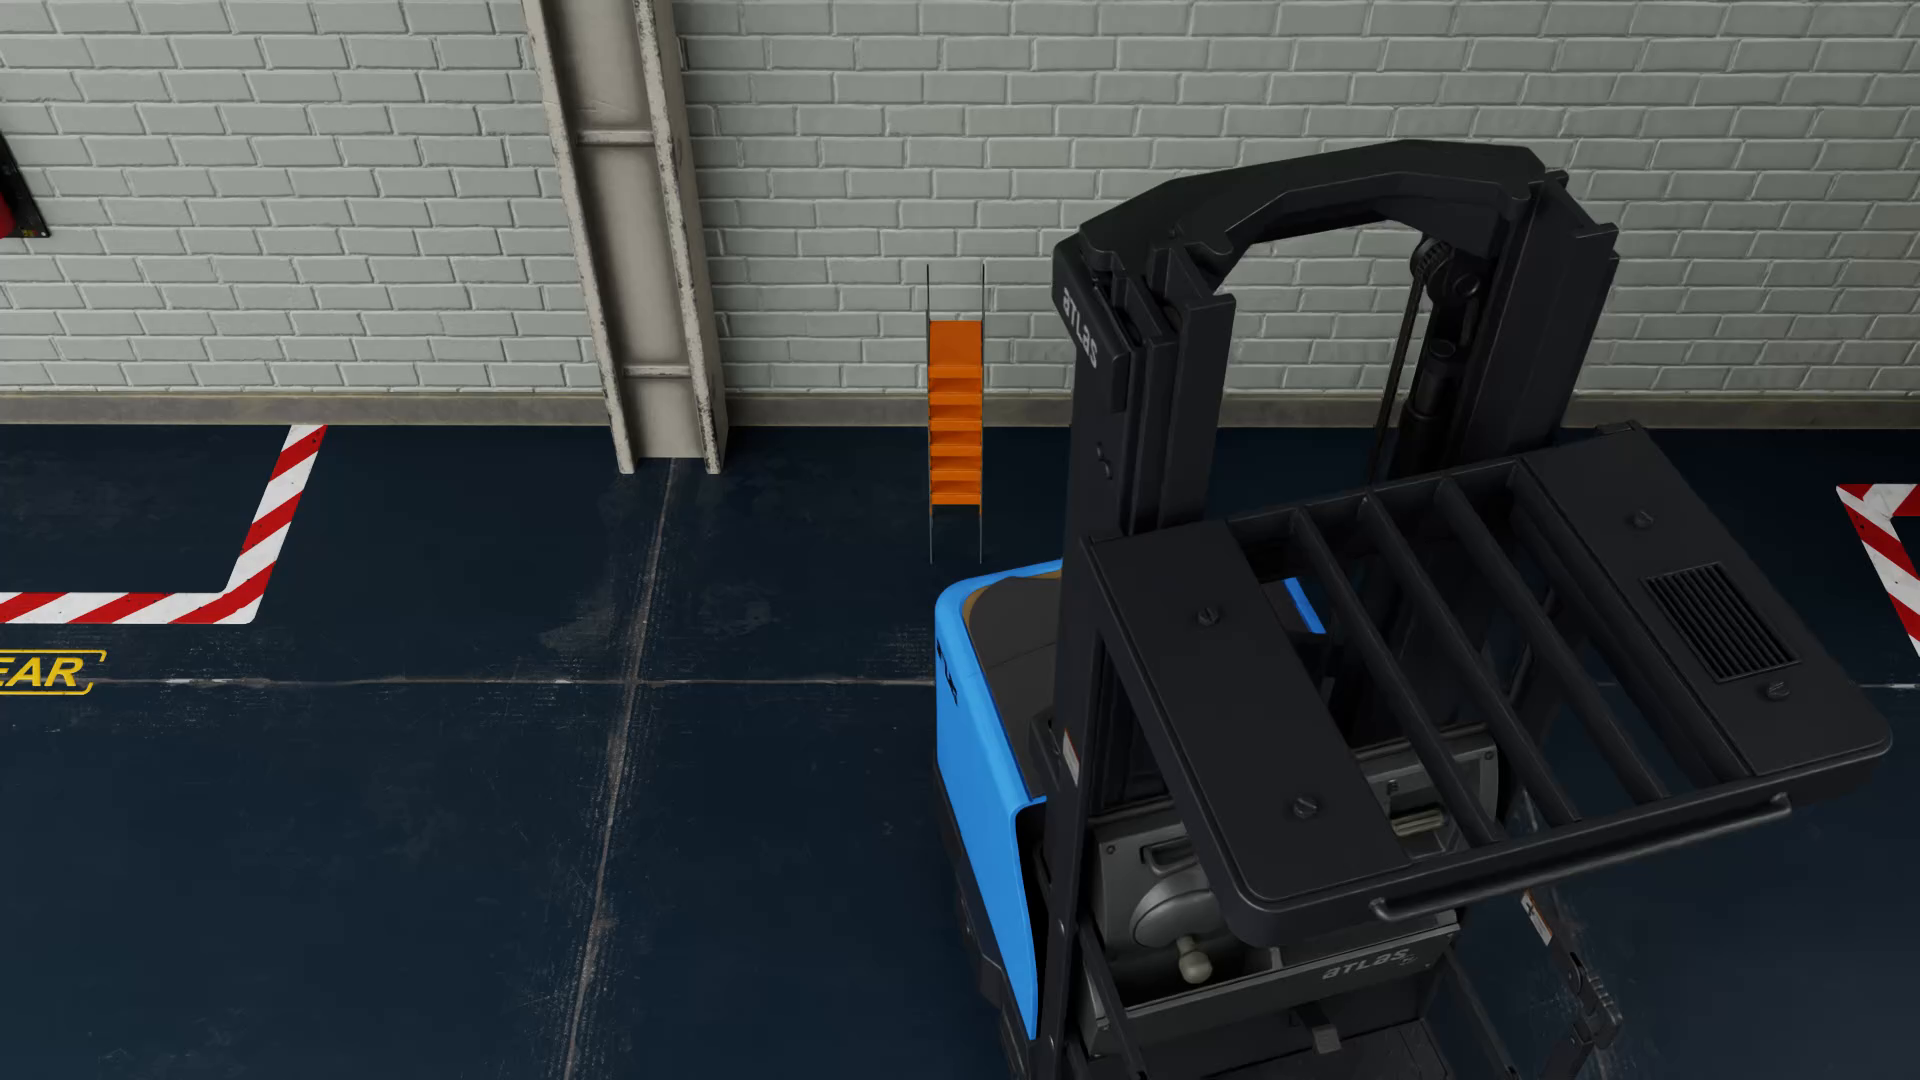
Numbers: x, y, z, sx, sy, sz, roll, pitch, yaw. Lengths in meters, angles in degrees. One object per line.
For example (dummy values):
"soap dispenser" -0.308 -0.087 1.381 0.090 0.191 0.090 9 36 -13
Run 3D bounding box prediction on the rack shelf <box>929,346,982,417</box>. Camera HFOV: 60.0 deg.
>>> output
"rack shelf" -0.014 -0.542 5.668 0.180 0.103 0.258 0 47 0

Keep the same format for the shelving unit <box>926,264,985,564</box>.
"shelving unit" -0.014 -0.409 5.811 0.189 1.200 0.258 0 47 0

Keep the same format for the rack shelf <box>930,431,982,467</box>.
"rack shelf" -0.014 -0.379 5.843 0.180 0.103 0.258 0 47 0

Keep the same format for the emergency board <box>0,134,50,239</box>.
"emergency board" -3.600 -1.430 5.531 0.643 1.169 0.194 0 47 0

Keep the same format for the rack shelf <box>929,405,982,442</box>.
"rack shelf" -0.014 -0.460 5.756 0.180 0.103 0.258 0 47 0

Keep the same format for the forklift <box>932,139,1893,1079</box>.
"forklift" 0.807 0.801 3.502 1.130 2.935 3.031 -12 48 -11

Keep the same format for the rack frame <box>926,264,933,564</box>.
"rack frame" -0.106 -0.409 5.811 0.006 1.200 0.240 0 47 0

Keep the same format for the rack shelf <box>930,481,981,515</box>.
"rack shelf" -0.014 -0.215 6.019 0.180 0.103 0.258 0 47 0

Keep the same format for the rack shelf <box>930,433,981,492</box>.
"rack shelf" -0.014 -0.297 5.931 0.180 0.103 0.258 0 47 0

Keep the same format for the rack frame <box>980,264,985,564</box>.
"rack frame" 0.077 -0.409 5.811 0.006 1.200 0.240 0 47 0

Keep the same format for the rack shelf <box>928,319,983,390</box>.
"rack shelf" -0.014 -0.624 5.580 0.180 0.103 0.258 0 47 0

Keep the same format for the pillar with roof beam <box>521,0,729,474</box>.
"pillar with roof beam" -1.145 -0.288 0.370 0.400 9.000 9.100 0 47 0
